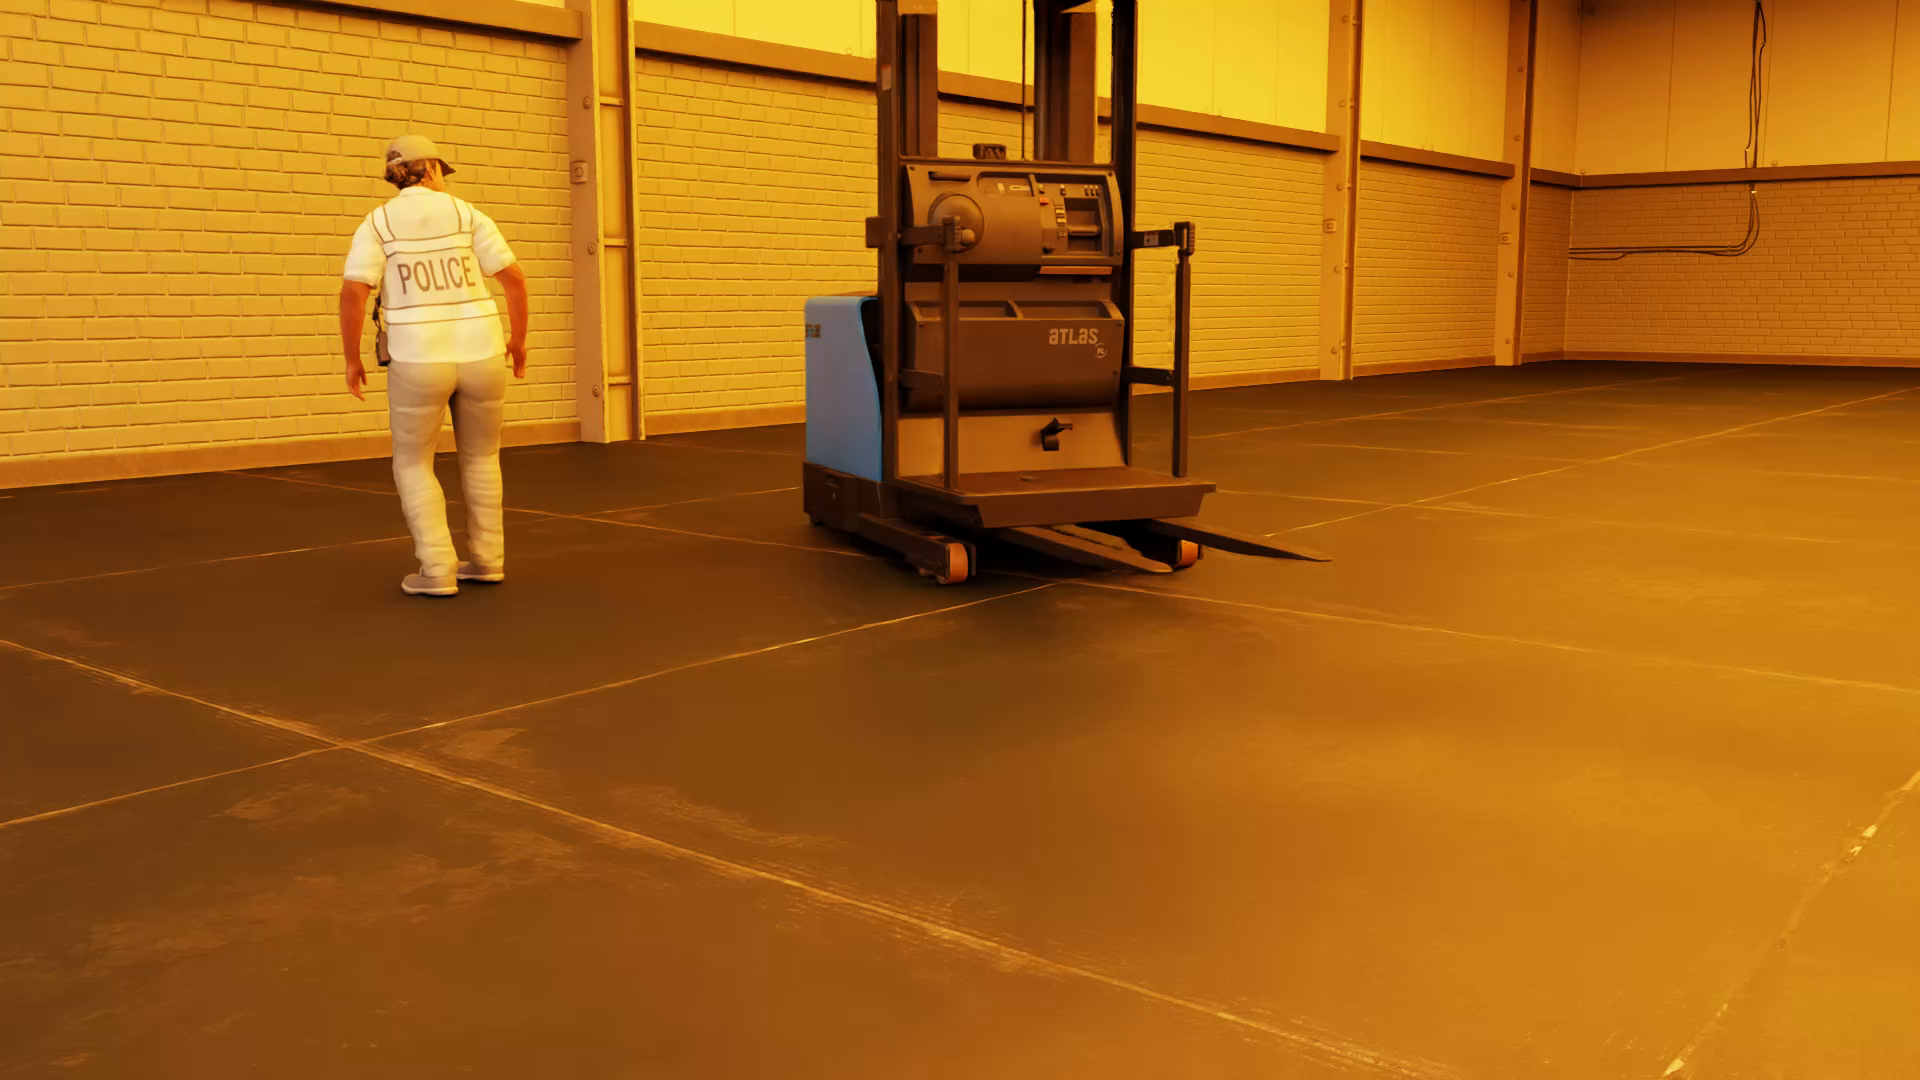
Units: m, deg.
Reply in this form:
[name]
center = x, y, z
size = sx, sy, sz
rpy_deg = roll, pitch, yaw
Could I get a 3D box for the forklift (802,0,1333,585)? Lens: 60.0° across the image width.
[forklift]
center = 0.314, -1.350, 6.508
size = 1.130, 2.935, 3.031
rpy_deg = -4, 9, -23

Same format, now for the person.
[person]
center = -1.920, -0.635, 6.067
size = 0.683, 1.649, 0.508
rpy_deg = -6, 10, -34
